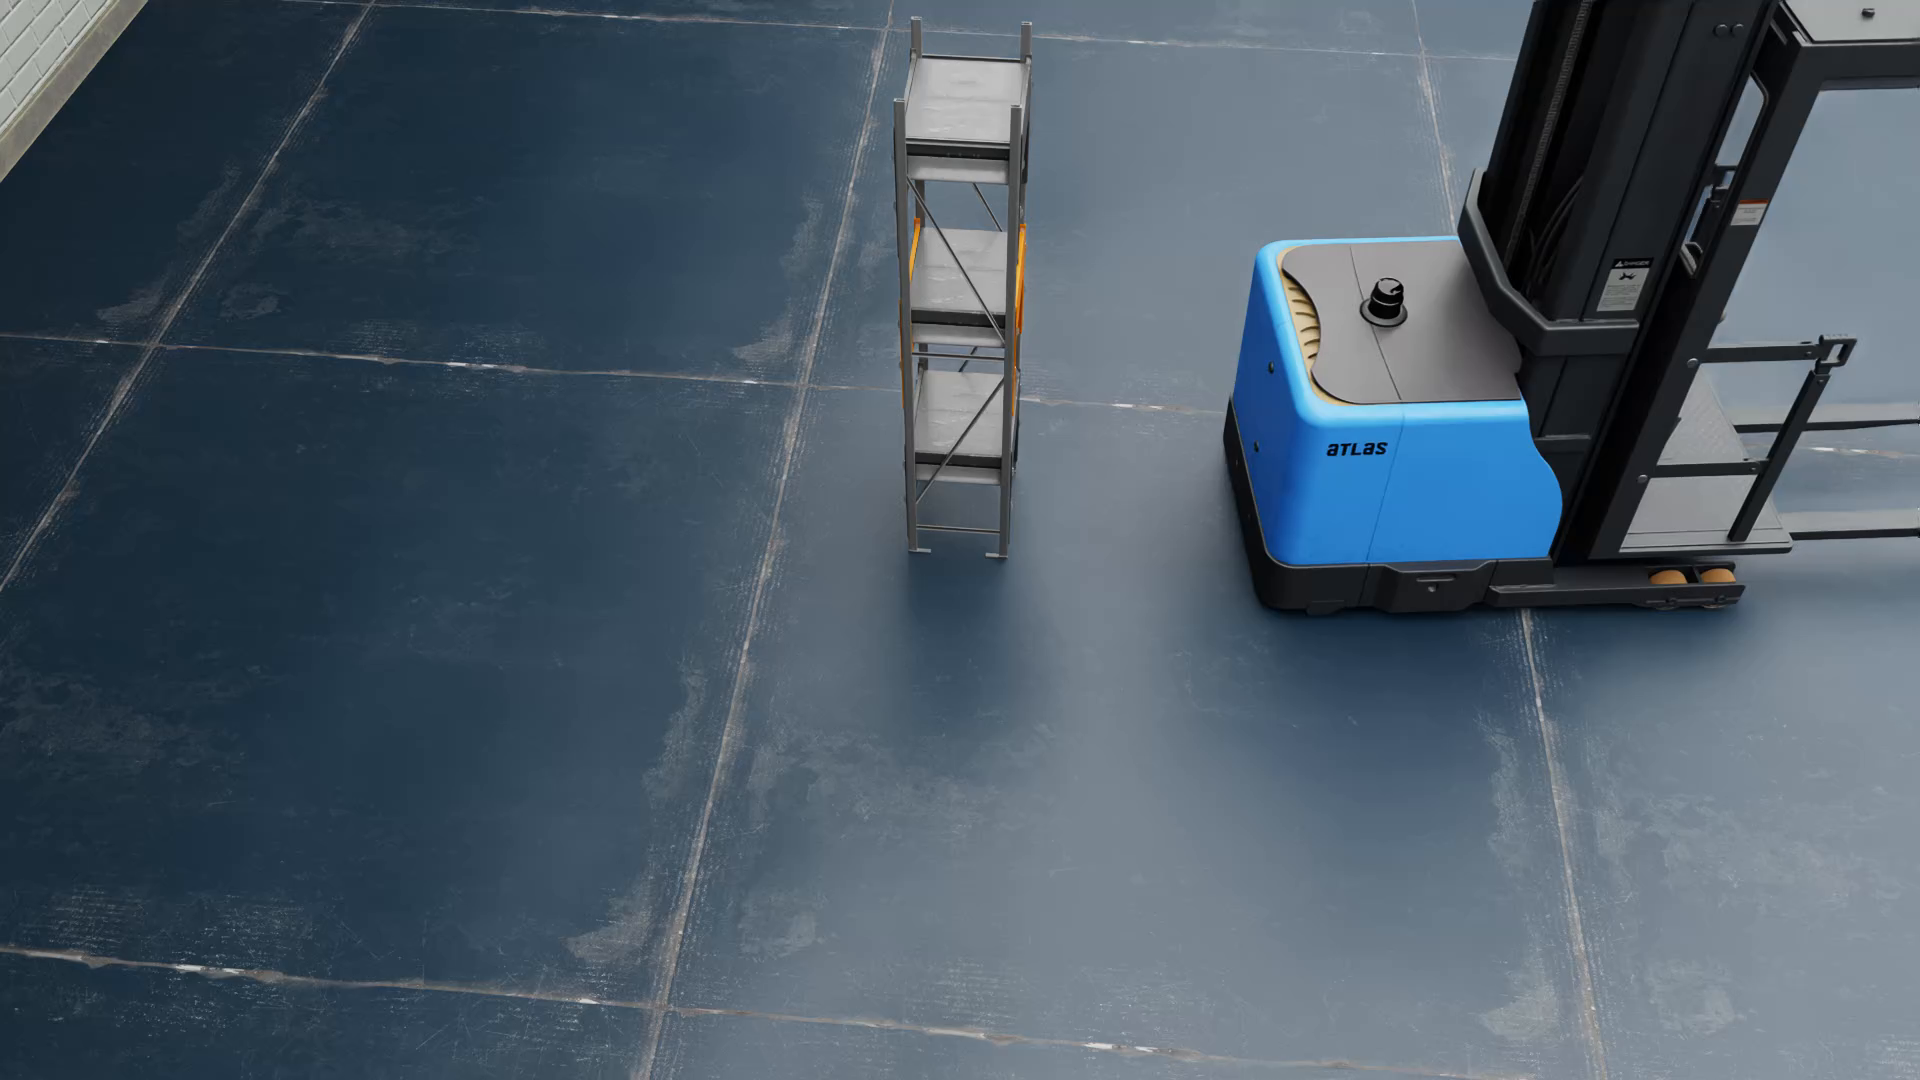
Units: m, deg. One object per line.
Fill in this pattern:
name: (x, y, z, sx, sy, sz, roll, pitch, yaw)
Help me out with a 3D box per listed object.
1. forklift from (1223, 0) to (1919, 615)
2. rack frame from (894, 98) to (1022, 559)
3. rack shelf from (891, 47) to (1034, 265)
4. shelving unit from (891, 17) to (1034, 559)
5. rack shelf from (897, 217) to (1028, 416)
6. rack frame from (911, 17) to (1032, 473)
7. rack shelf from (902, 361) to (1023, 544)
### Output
forklift: (2.651, -1.106, 5.802, 3.031, 2.935, 1.130, -2, 48, -2)
rack frame: (-0.007, -0.651, 5.948, 0.400, 2.100, 0.015, 4, 48, 4)
rack shelf: (0.015, -1.294, 5.606, 0.431, 0.518, 0.480, 4, 48, 4)
shelving unit: (0.015, -0.830, 6.112, 0.431, 2.100, 0.503, 4, 48, 4)
rack shelf: (0.015, -0.821, 6.122, 0.431, 0.518, 0.480, 4, 48, 4)
rack frame: (0.037, -1.010, 6.276, 0.400, 2.100, 0.015, 4, 48, 4)
rack shelf: (0.015, -0.349, 6.639, 0.431, 0.518, 0.480, 4, 48, 4)
